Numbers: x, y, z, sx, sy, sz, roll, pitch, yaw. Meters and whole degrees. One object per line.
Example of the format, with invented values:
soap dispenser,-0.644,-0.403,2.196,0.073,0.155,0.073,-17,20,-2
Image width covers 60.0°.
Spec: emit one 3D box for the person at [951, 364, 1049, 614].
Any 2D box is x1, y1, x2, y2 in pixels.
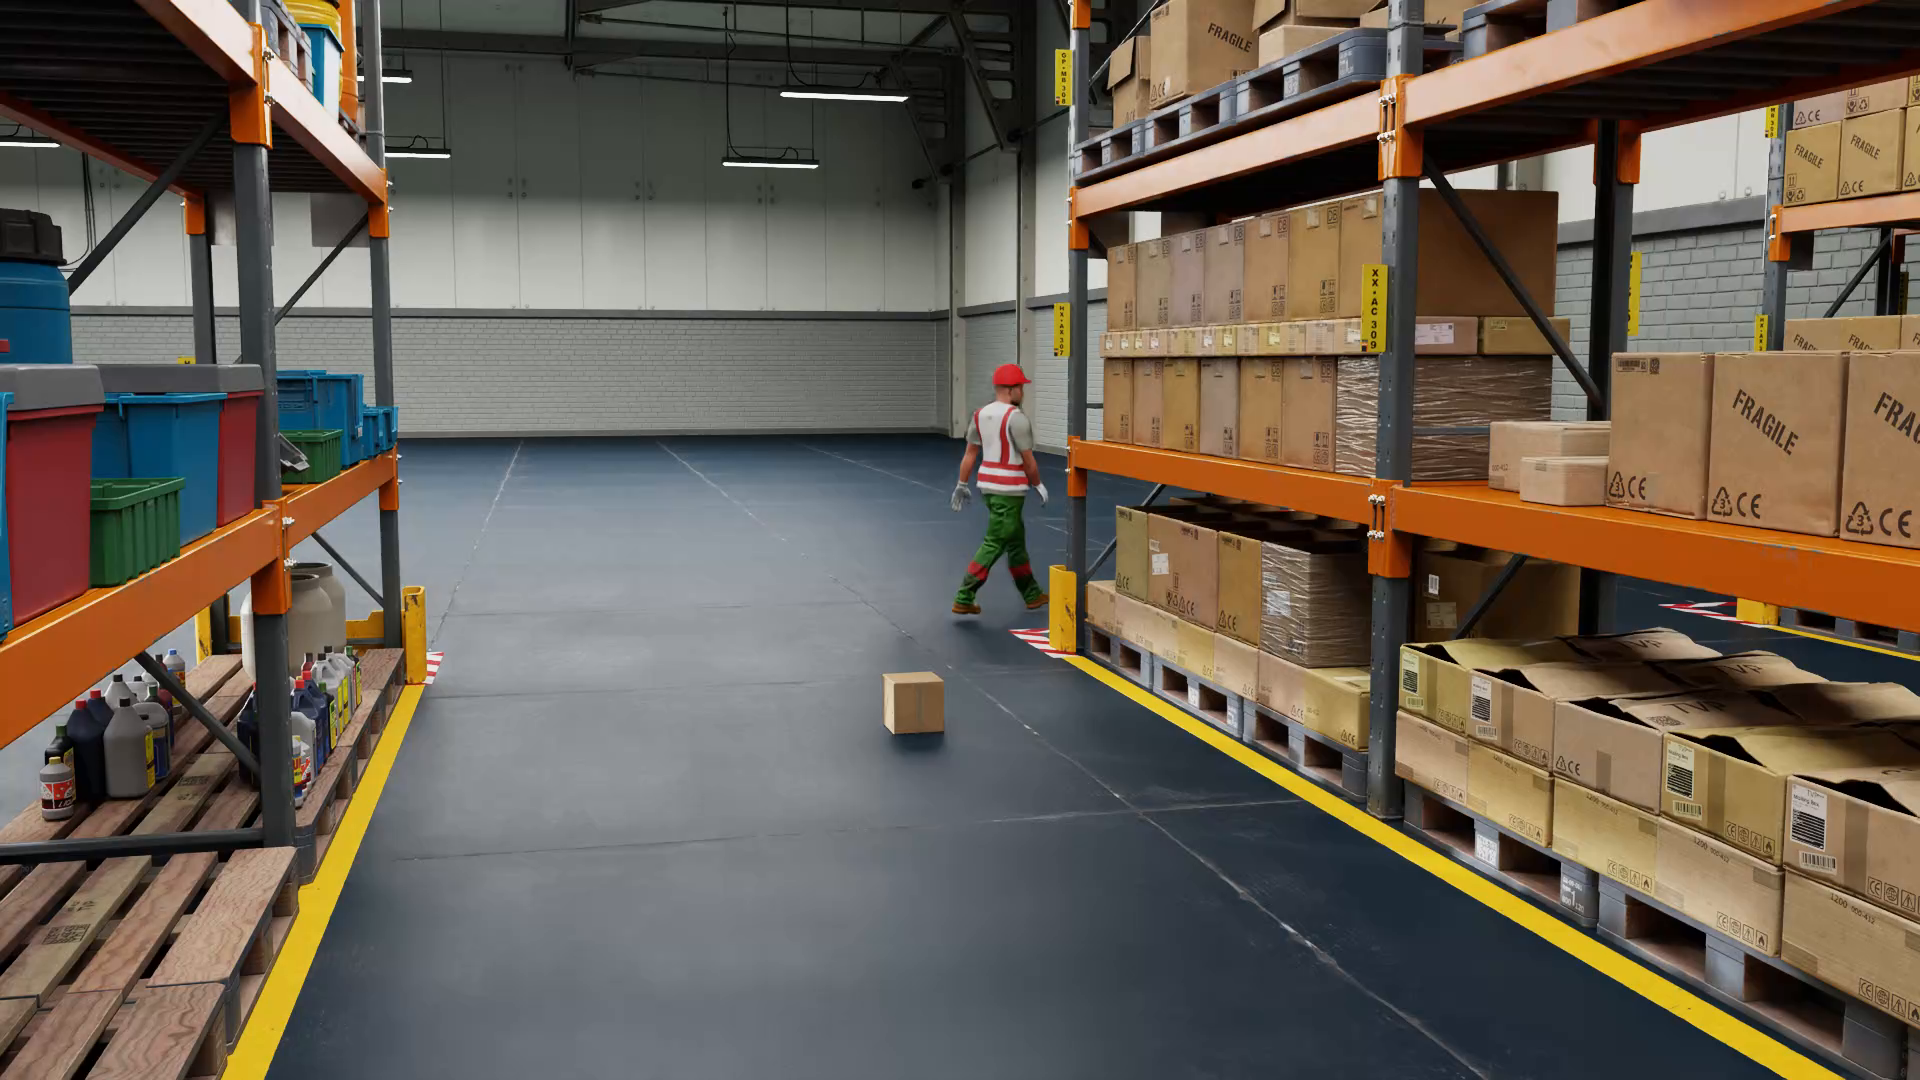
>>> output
person,0.351,-0.350,11.581,0.980,1.736,0.636,-4,7,-34
